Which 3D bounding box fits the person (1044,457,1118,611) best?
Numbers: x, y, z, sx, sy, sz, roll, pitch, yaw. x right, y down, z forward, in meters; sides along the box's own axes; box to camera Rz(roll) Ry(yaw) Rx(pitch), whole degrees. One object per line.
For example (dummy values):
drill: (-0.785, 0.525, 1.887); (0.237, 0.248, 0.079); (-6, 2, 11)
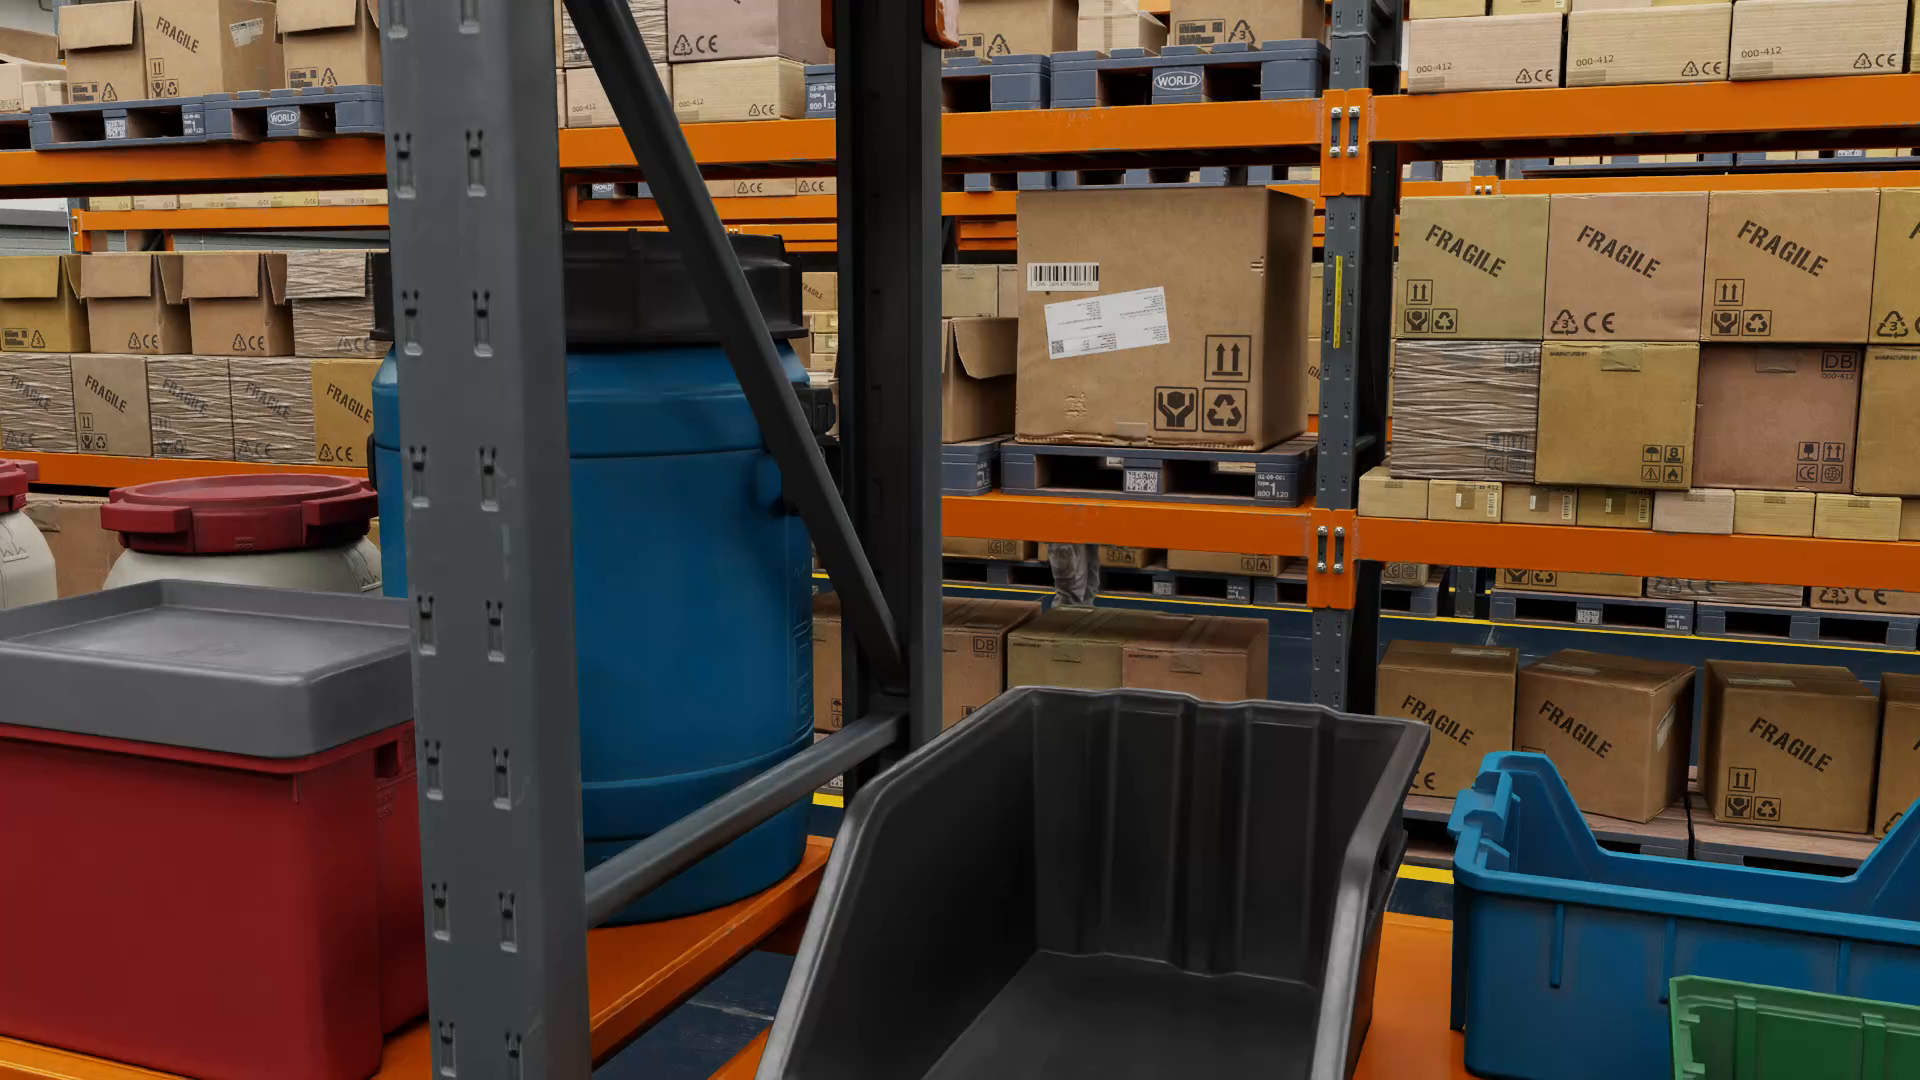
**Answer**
person: (0.707, -0.099, 9.061); (0.612, 1.744, 0.488); (3, 9, 20)
